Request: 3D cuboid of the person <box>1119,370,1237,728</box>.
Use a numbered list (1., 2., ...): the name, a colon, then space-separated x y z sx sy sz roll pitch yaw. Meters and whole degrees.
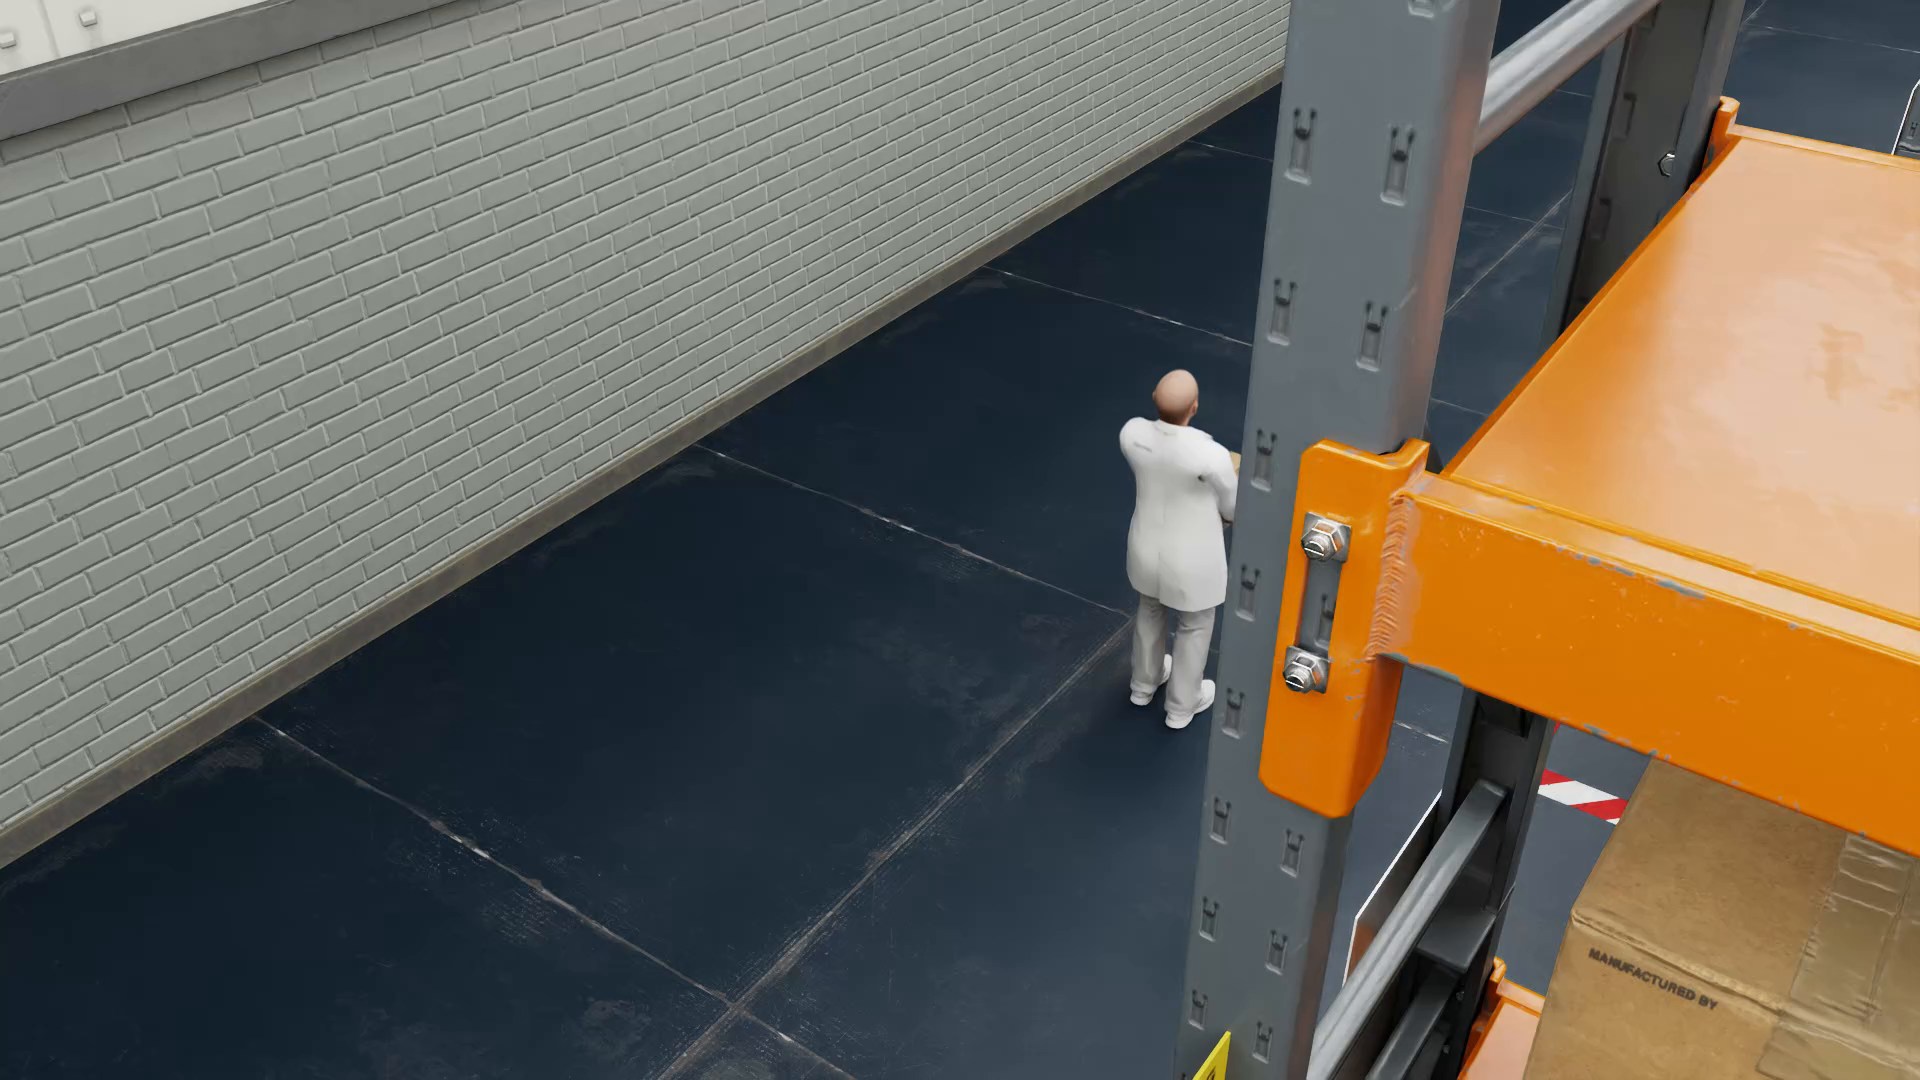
1. person: 0.999 -0.017 7.362 0.529 1.772 0.553 22 40 29
